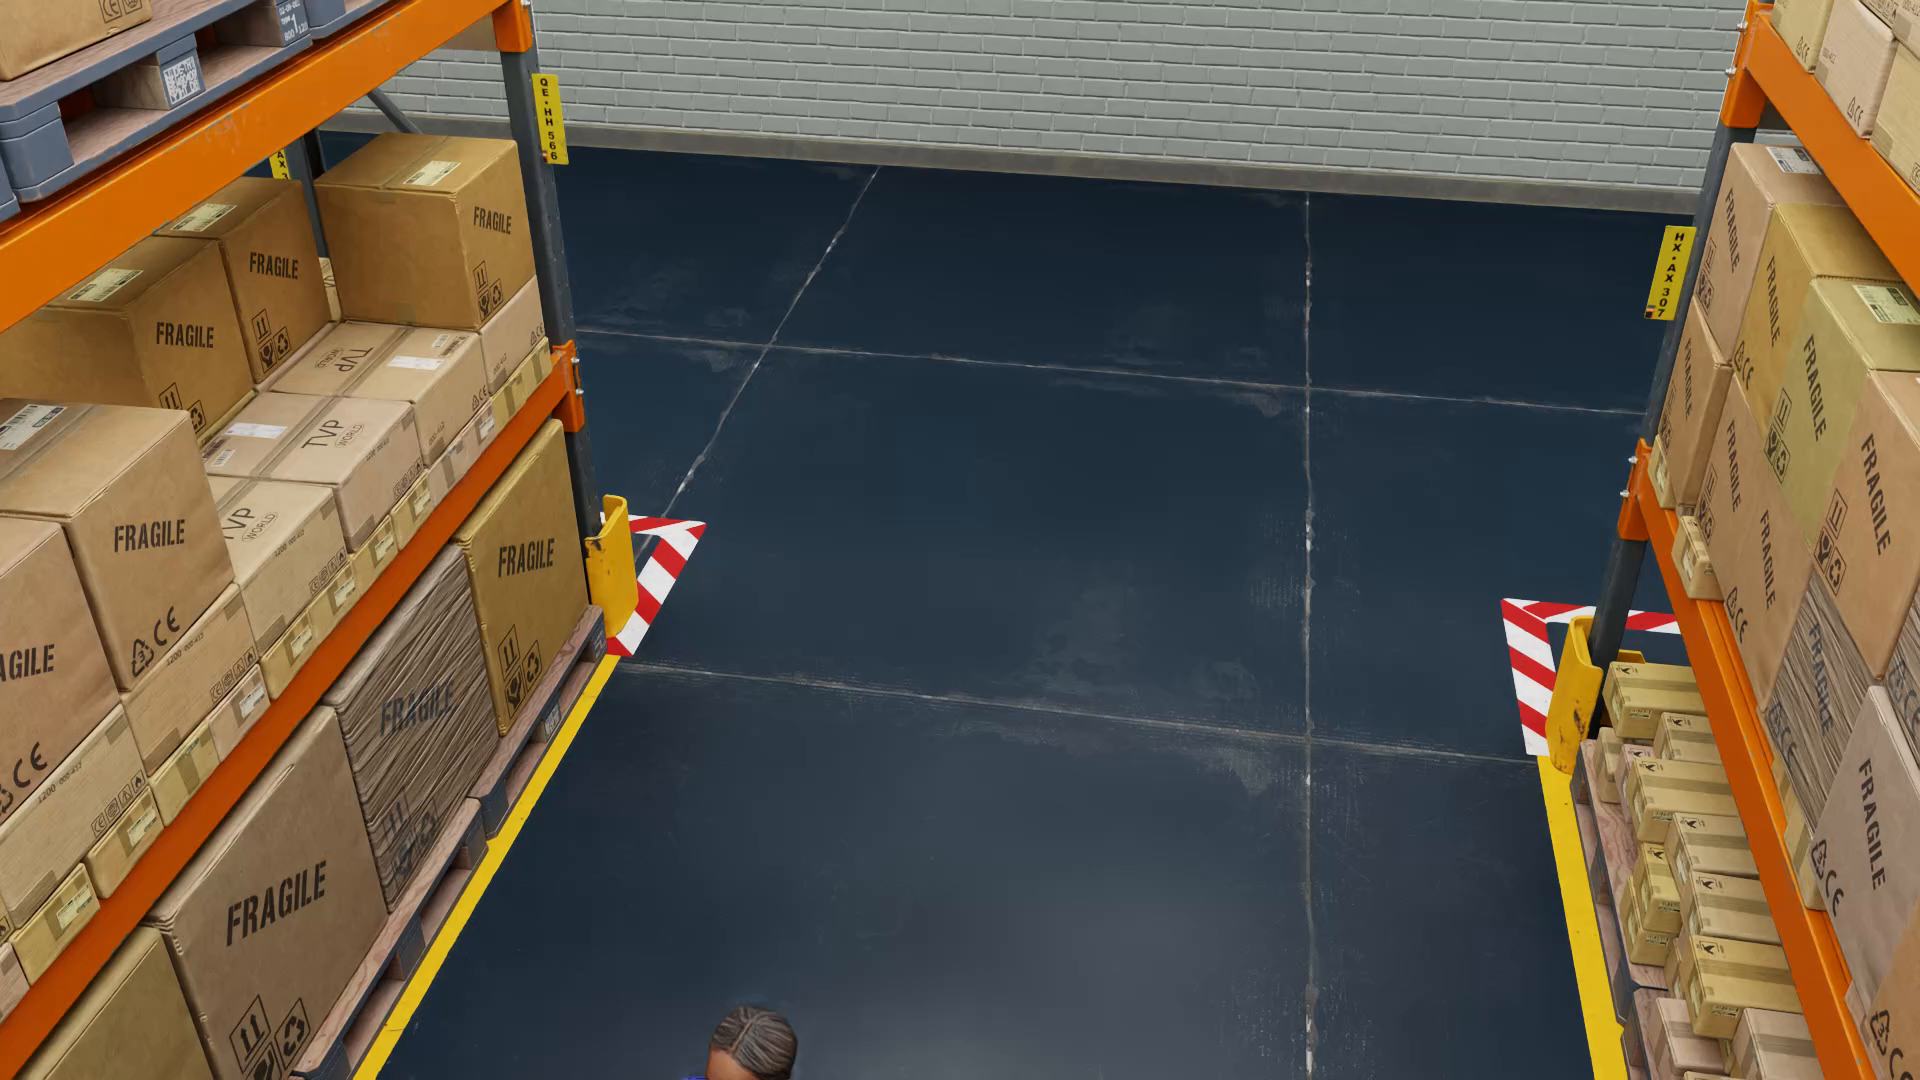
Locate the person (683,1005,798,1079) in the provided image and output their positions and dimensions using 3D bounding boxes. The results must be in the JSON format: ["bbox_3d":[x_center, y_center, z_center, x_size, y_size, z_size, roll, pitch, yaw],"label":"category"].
[{"bbox_3d":[-0.425,1.662,3.553,0.440,1.704,0.474,8,33,12],"label":"person"}]
